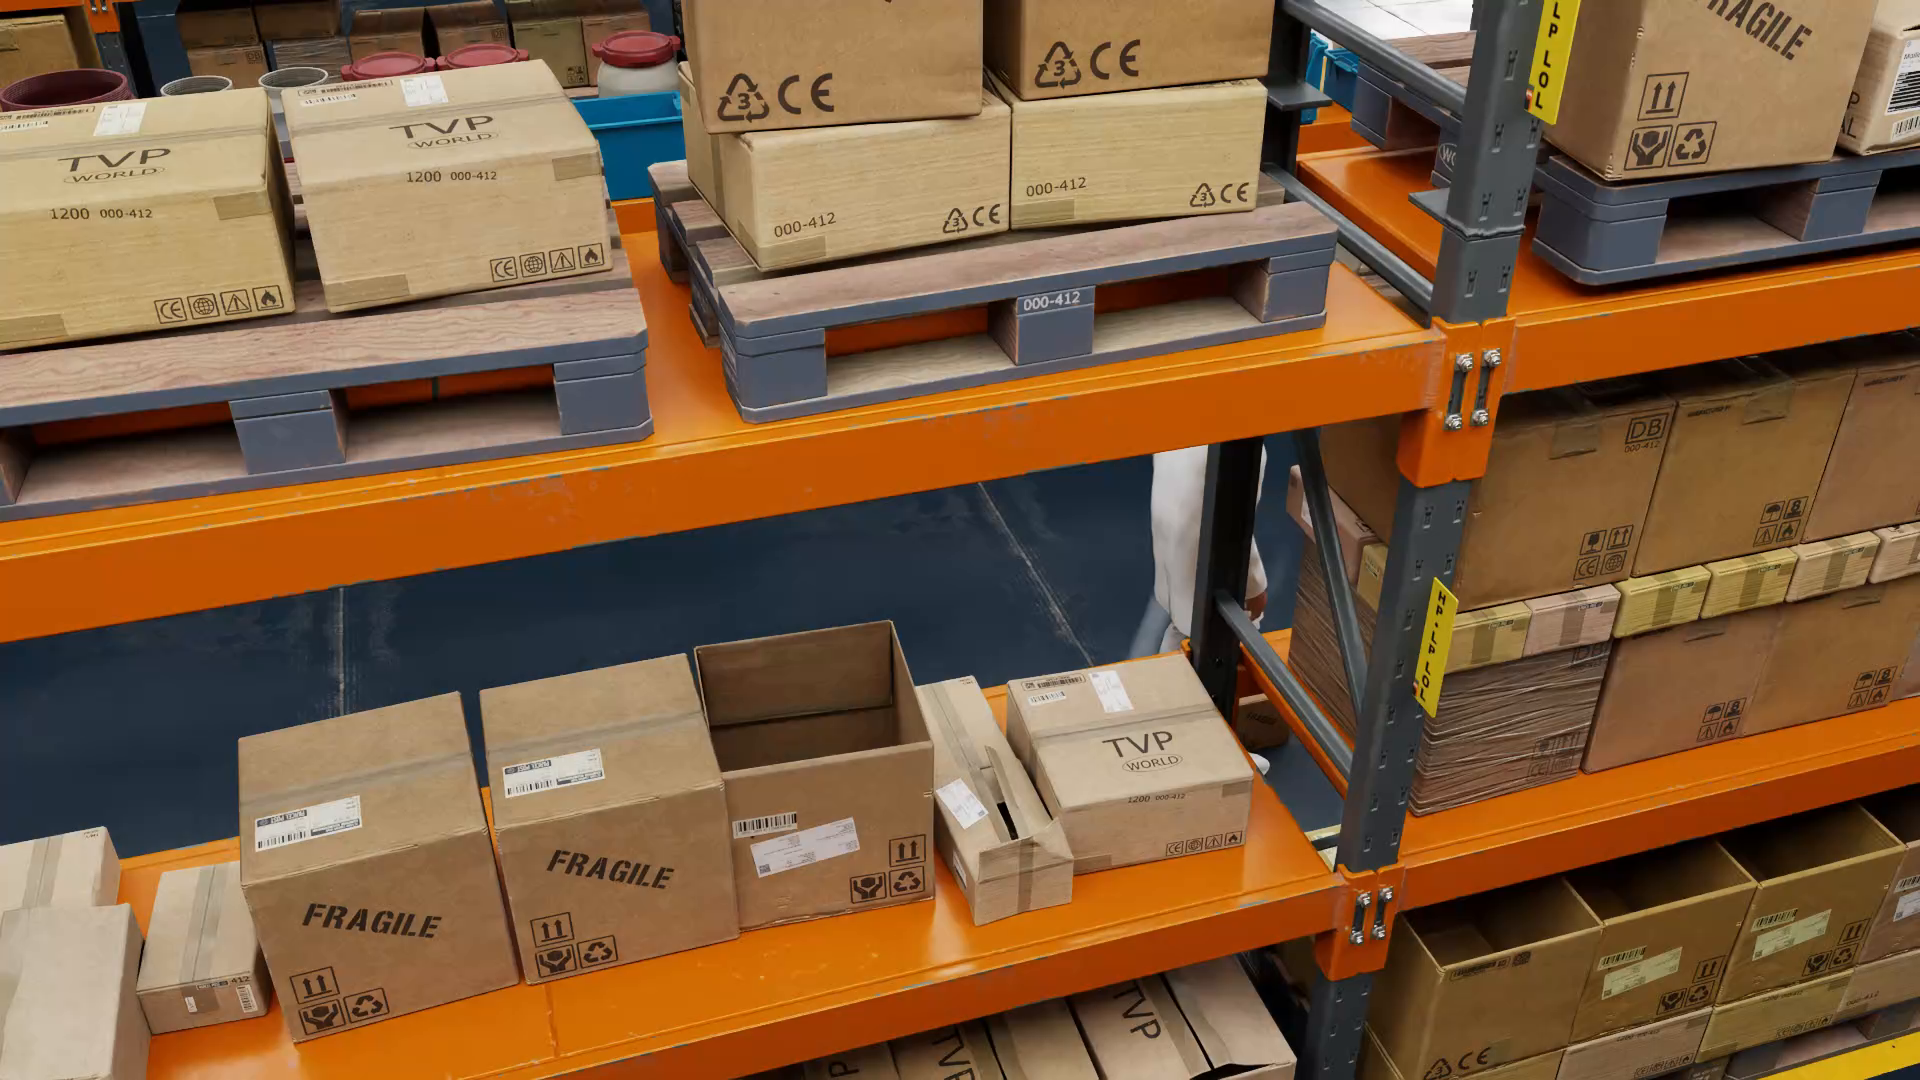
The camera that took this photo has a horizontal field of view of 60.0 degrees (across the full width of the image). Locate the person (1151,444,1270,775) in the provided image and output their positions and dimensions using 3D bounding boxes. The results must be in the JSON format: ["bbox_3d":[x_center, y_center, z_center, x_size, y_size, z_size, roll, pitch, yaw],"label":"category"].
[{"bbox_3d":[0.908,0.052,6.075,0.419,1.775,0.655,-11,35,-16],"label":"person"}]
